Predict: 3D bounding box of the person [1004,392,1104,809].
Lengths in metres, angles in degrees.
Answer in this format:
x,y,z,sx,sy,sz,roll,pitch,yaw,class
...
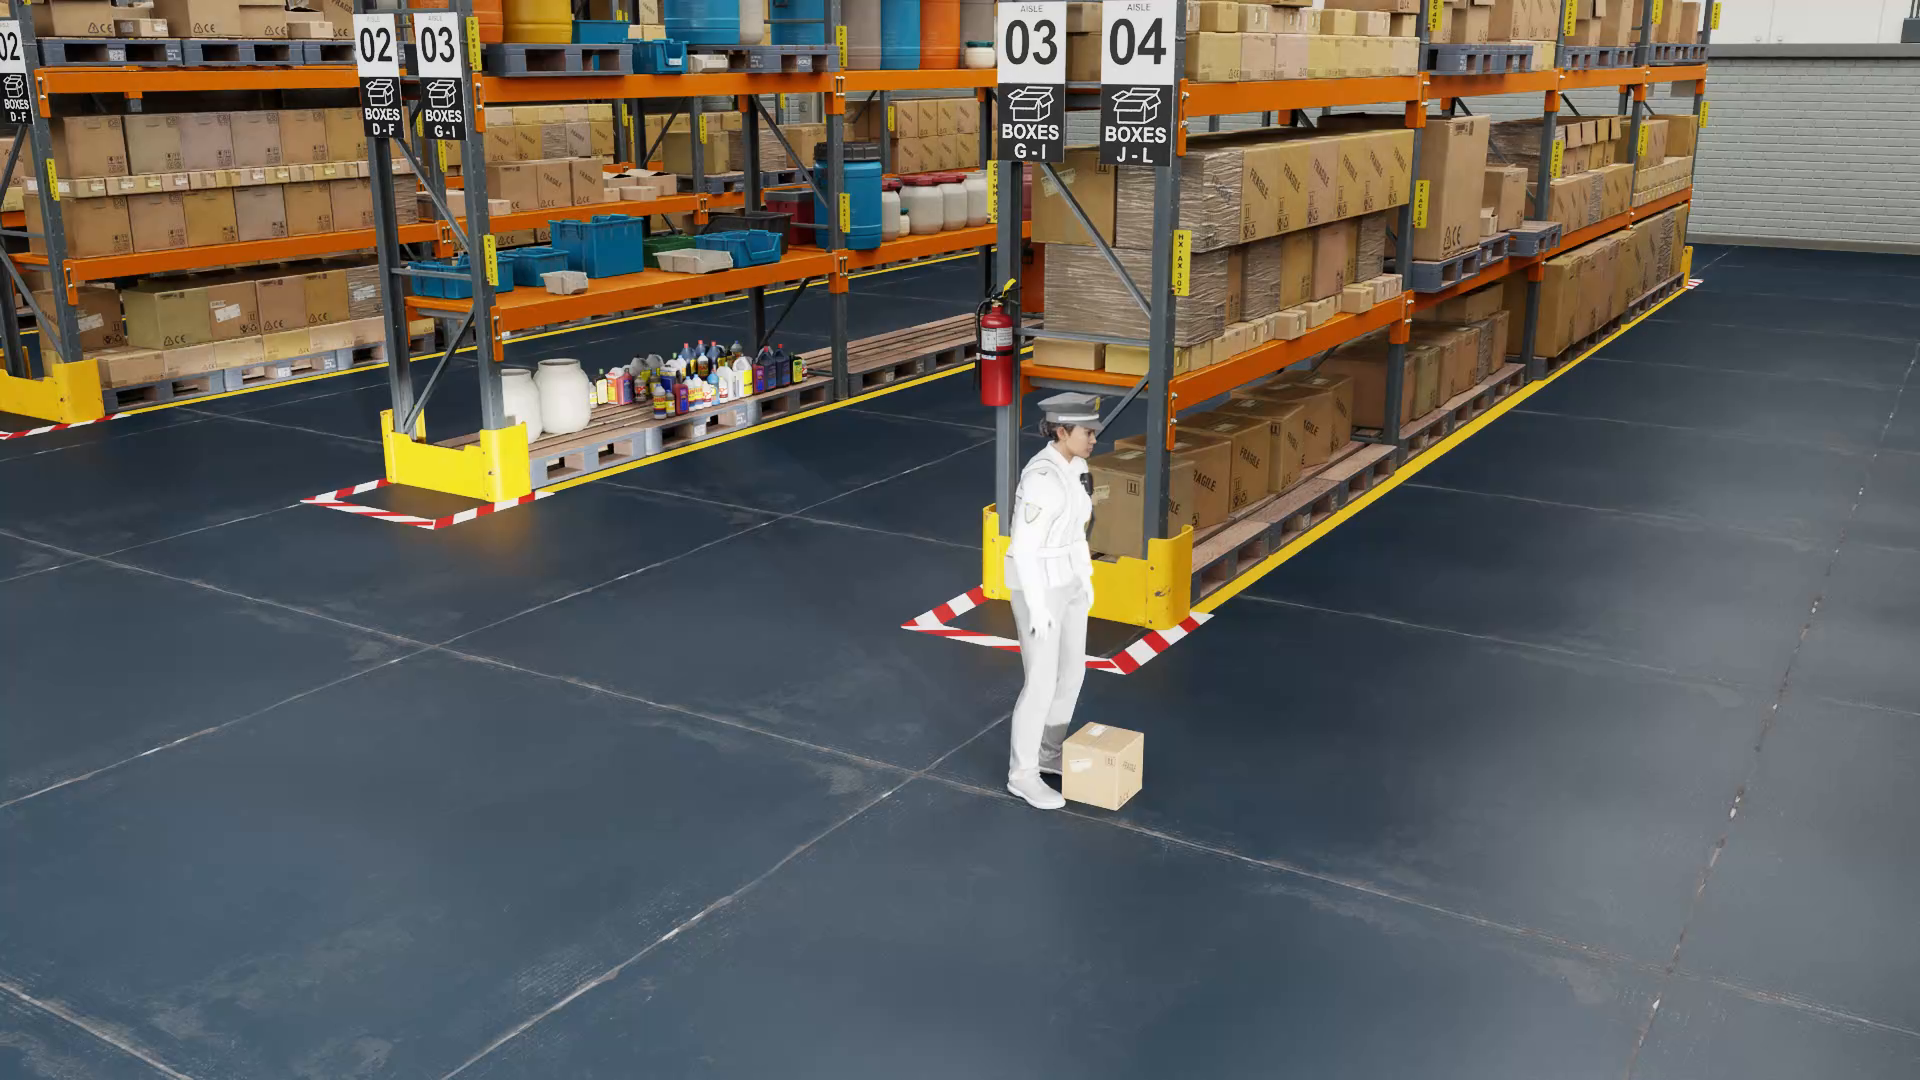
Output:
x,y,z,sx,sy,sz,roll,pitch,yaw,class
0.387,0.217,6.783,0.372,1.665,0.543,9,19,28,person
